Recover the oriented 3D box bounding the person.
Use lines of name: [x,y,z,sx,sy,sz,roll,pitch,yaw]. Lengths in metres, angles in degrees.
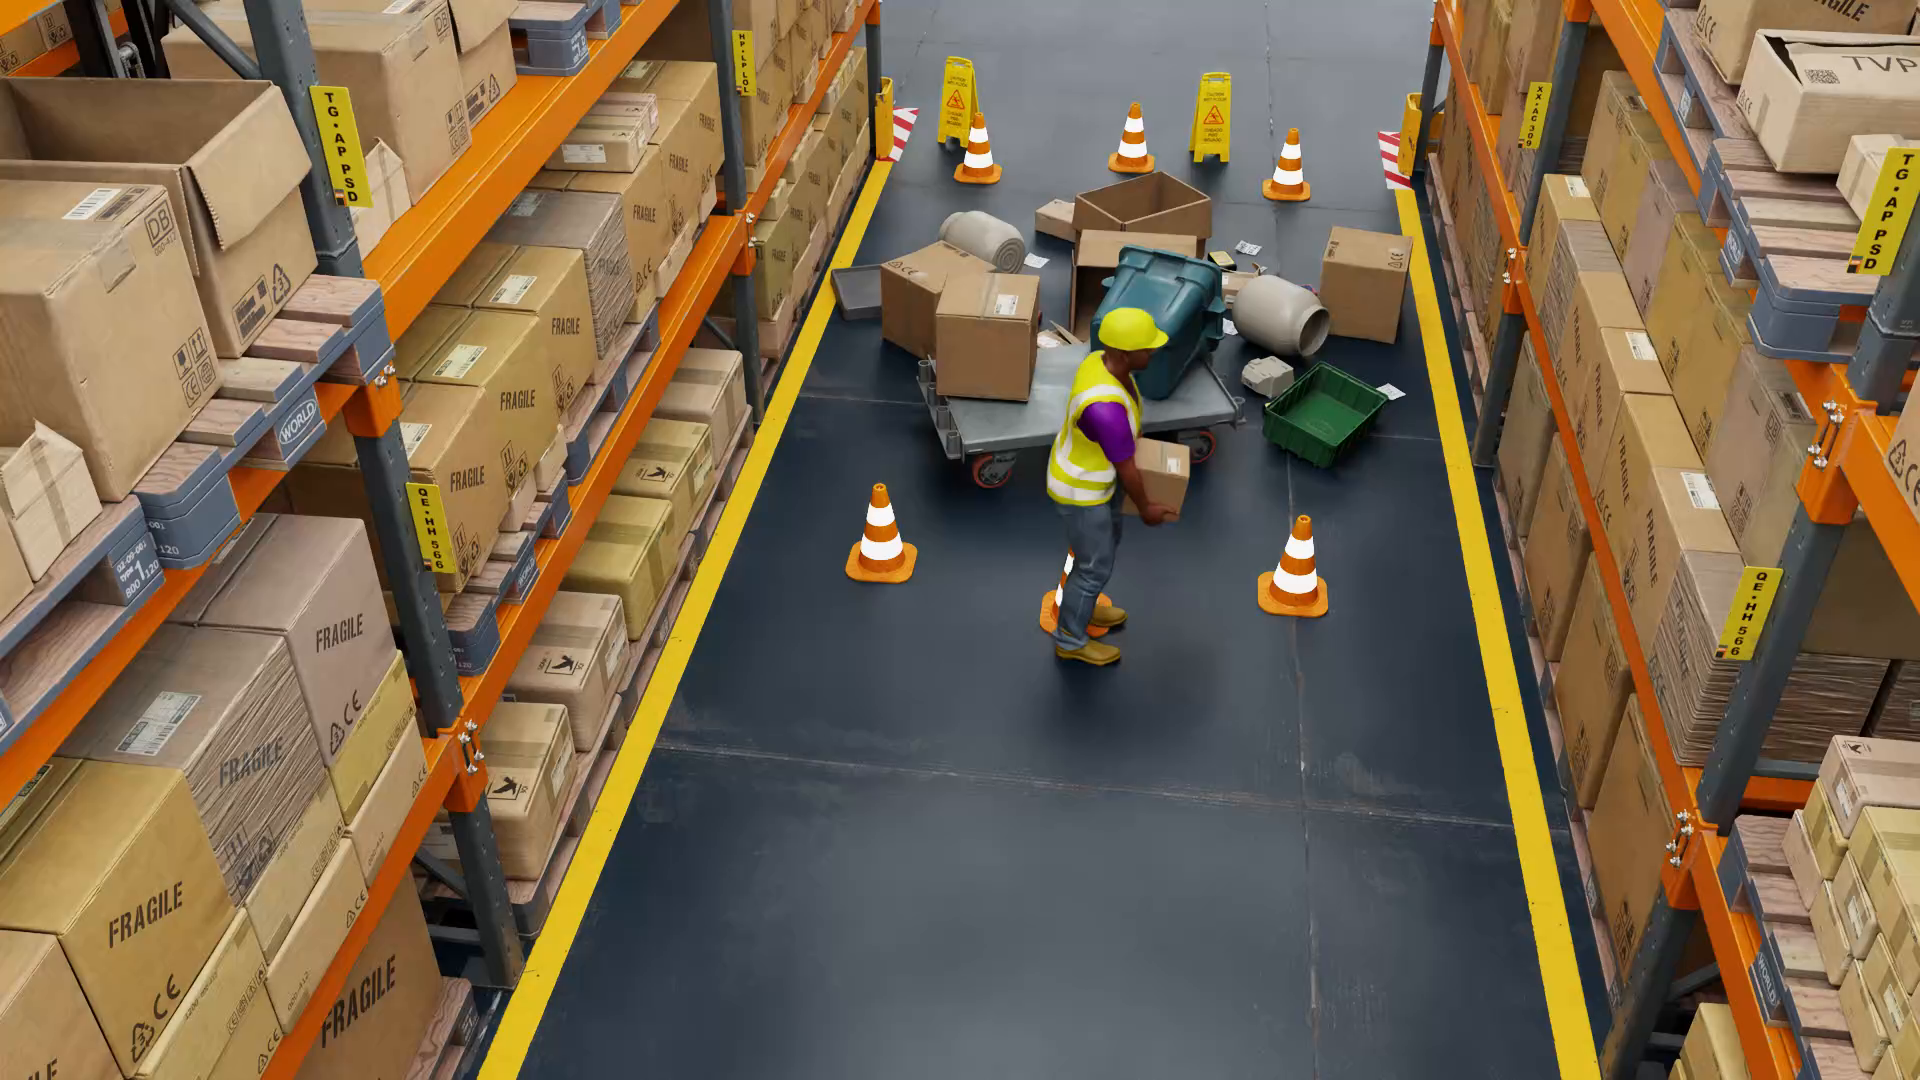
person: [0.681,-0.245,7.374,0.588,1.746,0.501,4,36,5]
